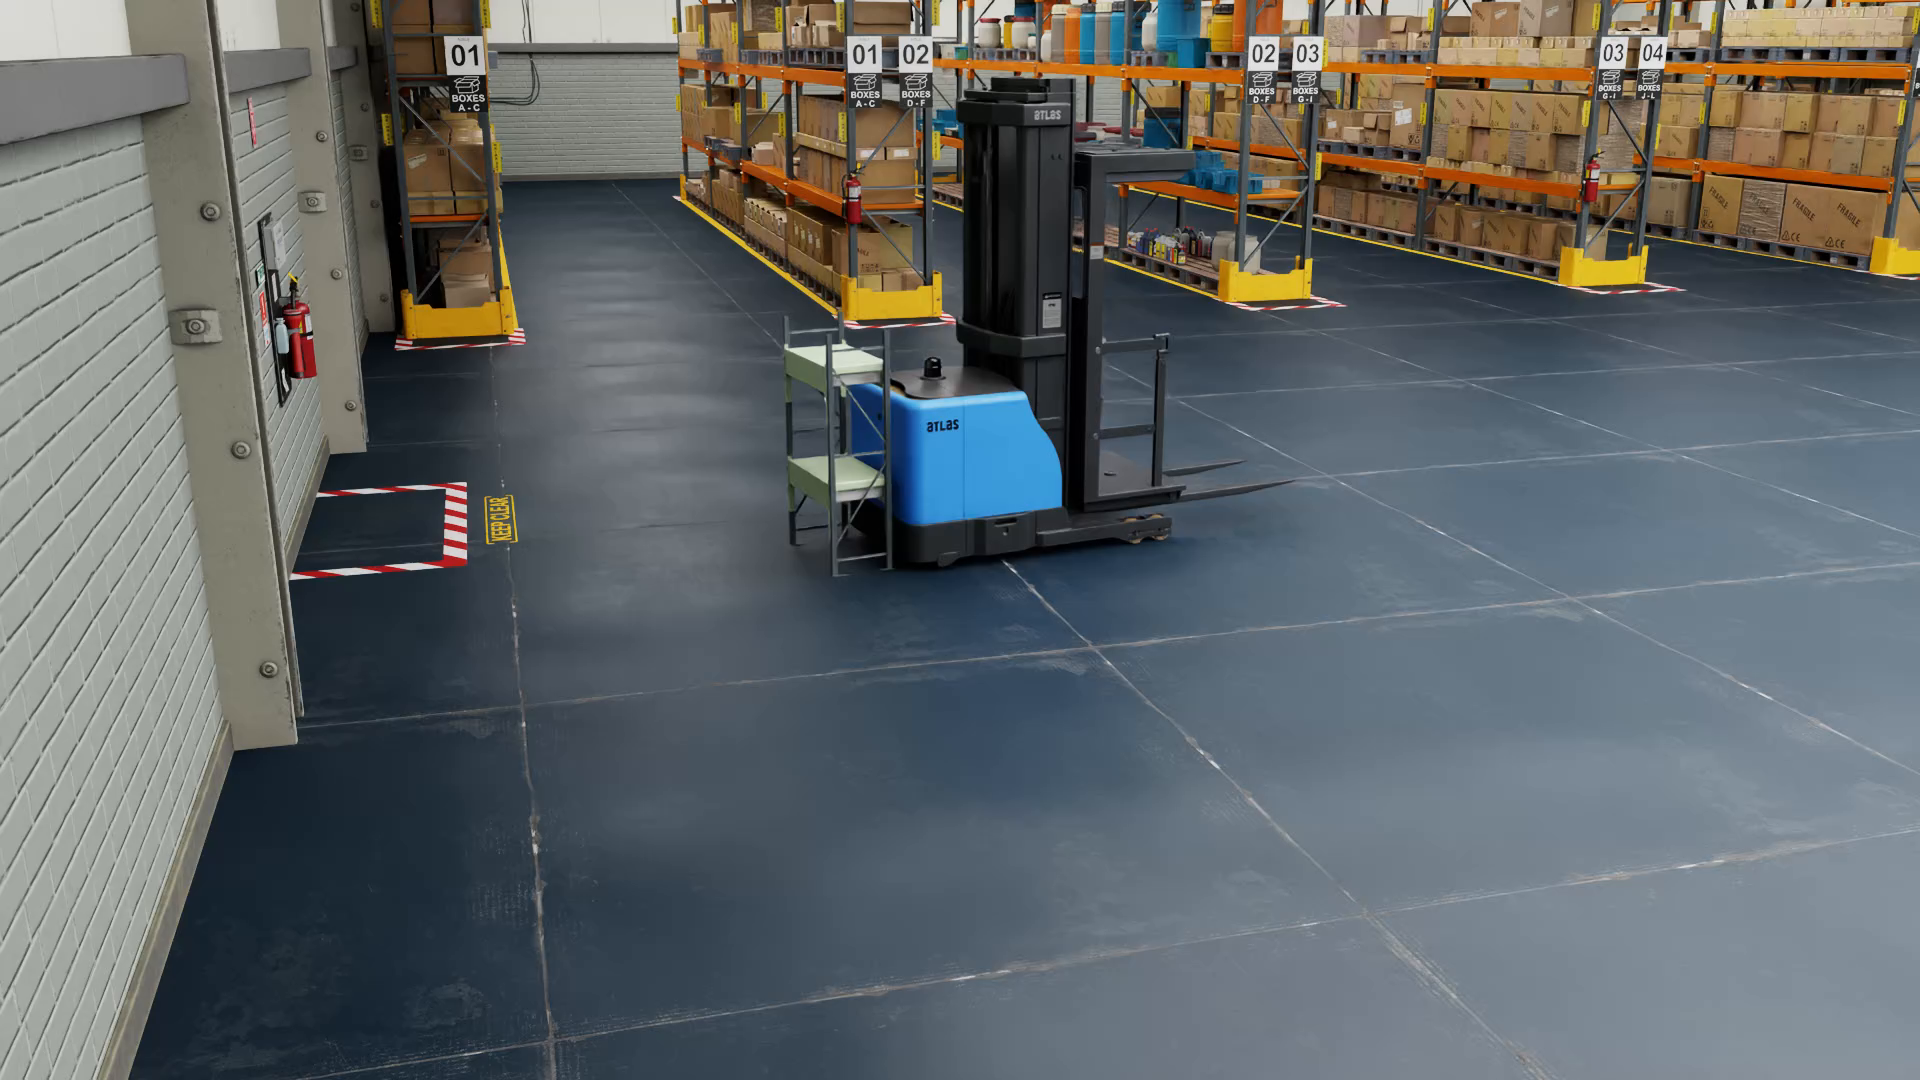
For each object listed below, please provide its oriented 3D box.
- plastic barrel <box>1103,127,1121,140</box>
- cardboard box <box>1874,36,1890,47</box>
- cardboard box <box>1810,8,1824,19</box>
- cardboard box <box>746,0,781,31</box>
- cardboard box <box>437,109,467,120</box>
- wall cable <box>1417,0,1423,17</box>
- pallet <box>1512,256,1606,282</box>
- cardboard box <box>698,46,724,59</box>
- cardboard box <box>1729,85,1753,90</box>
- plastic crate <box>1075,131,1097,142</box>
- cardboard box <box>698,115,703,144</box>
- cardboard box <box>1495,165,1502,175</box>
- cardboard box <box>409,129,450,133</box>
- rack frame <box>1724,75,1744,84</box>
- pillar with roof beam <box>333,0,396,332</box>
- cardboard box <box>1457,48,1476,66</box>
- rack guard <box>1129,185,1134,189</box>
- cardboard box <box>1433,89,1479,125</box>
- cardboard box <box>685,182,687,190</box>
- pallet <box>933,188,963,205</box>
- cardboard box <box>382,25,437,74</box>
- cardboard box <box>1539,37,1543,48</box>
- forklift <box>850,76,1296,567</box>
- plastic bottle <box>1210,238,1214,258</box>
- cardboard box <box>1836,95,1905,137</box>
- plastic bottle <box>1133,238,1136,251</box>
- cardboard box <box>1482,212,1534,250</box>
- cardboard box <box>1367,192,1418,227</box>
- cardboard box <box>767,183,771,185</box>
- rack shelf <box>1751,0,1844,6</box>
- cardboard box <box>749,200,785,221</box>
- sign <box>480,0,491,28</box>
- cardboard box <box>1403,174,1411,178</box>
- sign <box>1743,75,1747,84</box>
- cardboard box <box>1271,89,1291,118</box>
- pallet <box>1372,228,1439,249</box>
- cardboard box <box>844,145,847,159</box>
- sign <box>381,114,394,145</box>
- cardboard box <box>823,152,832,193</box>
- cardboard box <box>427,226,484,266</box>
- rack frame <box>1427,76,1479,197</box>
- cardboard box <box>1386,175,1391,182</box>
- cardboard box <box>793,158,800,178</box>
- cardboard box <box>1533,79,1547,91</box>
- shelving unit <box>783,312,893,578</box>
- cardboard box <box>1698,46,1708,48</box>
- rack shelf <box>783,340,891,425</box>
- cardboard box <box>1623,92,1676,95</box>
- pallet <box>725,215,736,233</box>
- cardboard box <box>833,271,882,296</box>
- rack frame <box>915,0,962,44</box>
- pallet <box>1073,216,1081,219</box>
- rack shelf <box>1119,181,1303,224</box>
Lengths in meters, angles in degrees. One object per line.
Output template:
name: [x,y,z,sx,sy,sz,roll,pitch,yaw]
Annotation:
plastic barrel: [2.474,-6.279,26.404,0.433,0.535,0.433,0,17,0]
cardboard box: [13.020,-6.959,23.223,0.380,0.149,0.250,-5,17,-15]
cardboard box: [12.667,-7.694,24.284,0.380,0.149,0.250,-5,17,-15]
cardboard box: [-3.130,-8.409,26.608,0.500,0.500,0.500,-5,17,-15]
cardboard box: [-7.551,-6.321,24.714,0.380,0.149,0.250,-8,18,-24]
wall cable: [12.006,-14.528,43.674,0.463,3.000,0.029,-5,17,-15]
pallet: [8.498,-3.807,23.260,1.003,0.211,1.213,-5,17,-15]
cardboard box: [-4.505,-8.910,30.446,0.500,0.250,0.500,-5,17,-15]
cardboard box: [15.496,-8.681,32.726,0.500,0.500,0.500,-4,17,-14]
plastic crate: [1.898,-6.275,26.517,0.402,0.464,0.583,-5,17,-15]
cardboard box: [-4.642,-7.740,31.330,0.500,0.500,0.500,-4,17,-14]
cardboard box: [7.917,-5.318,23.878,0.380,0.149,0.250,-5,17,-15]
cardboard box: [-6.750,-4.976,21.227,0.500,0.500,0.500,-5,17,-17]
rack frame: [18.611,-10.497,40.683,1.000,3.000,0.127,-5,17,-15]
pillar with roof beam: [-2.464,-7.058,18.807,9.100,9.000,0.400,-5,17,-15]
cardboard box: [7.637,-7.075,24.337,0.500,0.250,0.500,-5,17,-16]
rack guard: [4.305,-8.129,37.147,1.175,0.500,0.348,-5,17,-15]
cardboard box: [7.489,-6.525,25.033,0.500,0.500,0.500,-5,17,-15]
cardboard box: [-5.430,-7.240,34.032,0.380,0.149,0.250,-5,17,-15]
pallet: [0.070,-7.025,33.972,1.003,0.211,1.213,-5,17,-15]
cardboard box: [-5.937,-5.309,17.989,0.500,0.500,0.500,-3,17,-11]
cardboard box: [8.153,-6.796,22.717,0.380,0.149,0.250,-4,17,-15]
forklift: [0.832,-1.507,10.873,3.031,2.935,1.130,-8,18,-25]
plastic bottle: [3.570,-4.111,23.403,0.097,0.271,0.097,0,17,0]
cardboard box: [13.201,-6.098,23.901,0.875,0.550,0.550,-5,17,-15]
plastic bottle: [2.569,-4.301,24.154,0.097,0.201,0.097,0,17,0]
cardboard box: [8.092,-4.568,24.559,0.500,0.500,0.500,-6,18,-20]
cardboard box: [7.194,-5.474,27.541,0.700,0.500,0.500,-6,18,-20]
cardboard box: [-3.439,-6.055,29.476,0.500,0.500,0.500,-4,17,-15]
rack shelf: [19.161,-12.471,38.082,1.077,0.370,4.000,-5,17,-15]
cardboard box: [-3.002,-5.165,26.008,0.500,0.311,0.500,-5,17,-17]
sign: [-5.058,-5.618,17.706,0.100,0.325,0.005,-5,17,-15]
cardboard box: [9.638,-7.765,35.295,0.380,0.149,0.250,-5,18,-17]
sign: [19.151,-11.241,40.599,0.100,0.325,0.005,-5,17,-15]
cardboard box: [6.148,-8.019,30.518,0.797,0.503,0.637,-4,17,-14]
pallet: [7.394,-4.880,26.833,1.003,0.211,1.213,-5,17,-15]
cardboard box: [-1.179,-4.634,19.862,0.380,0.149,0.250,-4,17,-14]
sign: [-6.118,-4.387,17.781,0.100,0.325,0.005,-5,17,-15]
cardboard box: [-1.361,-4.718,21.271,0.700,0.500,0.500,-4,17,-14]
cardboard box: [-6.897,-4.042,22.773,0.700,0.500,0.500,-4,17,-13]
rack frame: [10.208,-8.578,34.294,1.000,3.000,0.127,-5,17,-15]
cardboard box: [9.481,-7.859,36.126,0.380,0.149,0.250,-4,17,-14]
cardboard box: [-2.094,-5.279,23.574,0.500,0.250,0.500,-4,17,-12]
cardboard box: [13.698,-10.475,38.698,0.500,0.500,0.500,-5,17,-16]
shelving unit: [-0.765,-0.608,10.368,0.431,1.500,0.755,-8,18,-25]
cardboard box: [15.105,-10.037,33.443,0.396,0.266,0.258,-3,17,-11]
rack shelf: [-0.765,-0.982,10.255,0.431,0.370,0.720,-8,18,-25]
cardboard box: [11.845,-7.450,28.629,0.700,0.500,0.500,-5,17,-16]
pallet: [-3.516,-5.536,29.014,1.003,0.211,1.213,-5,17,-15]
cardboard box: [-1.249,-3.121,20.179,0.500,0.250,0.500,-5,17,-15]
rack frame: [-0.451,-11.802,34.598,1.000,3.000,0.127,-5,17,-15]
pallet: [1.491,-5.595,29.211,1.003,0.211,1.213,-5,17,-15]
rack shelf: [3.397,-4.711,22.673,1.077,0.370,4.000,-5,17,-15]
